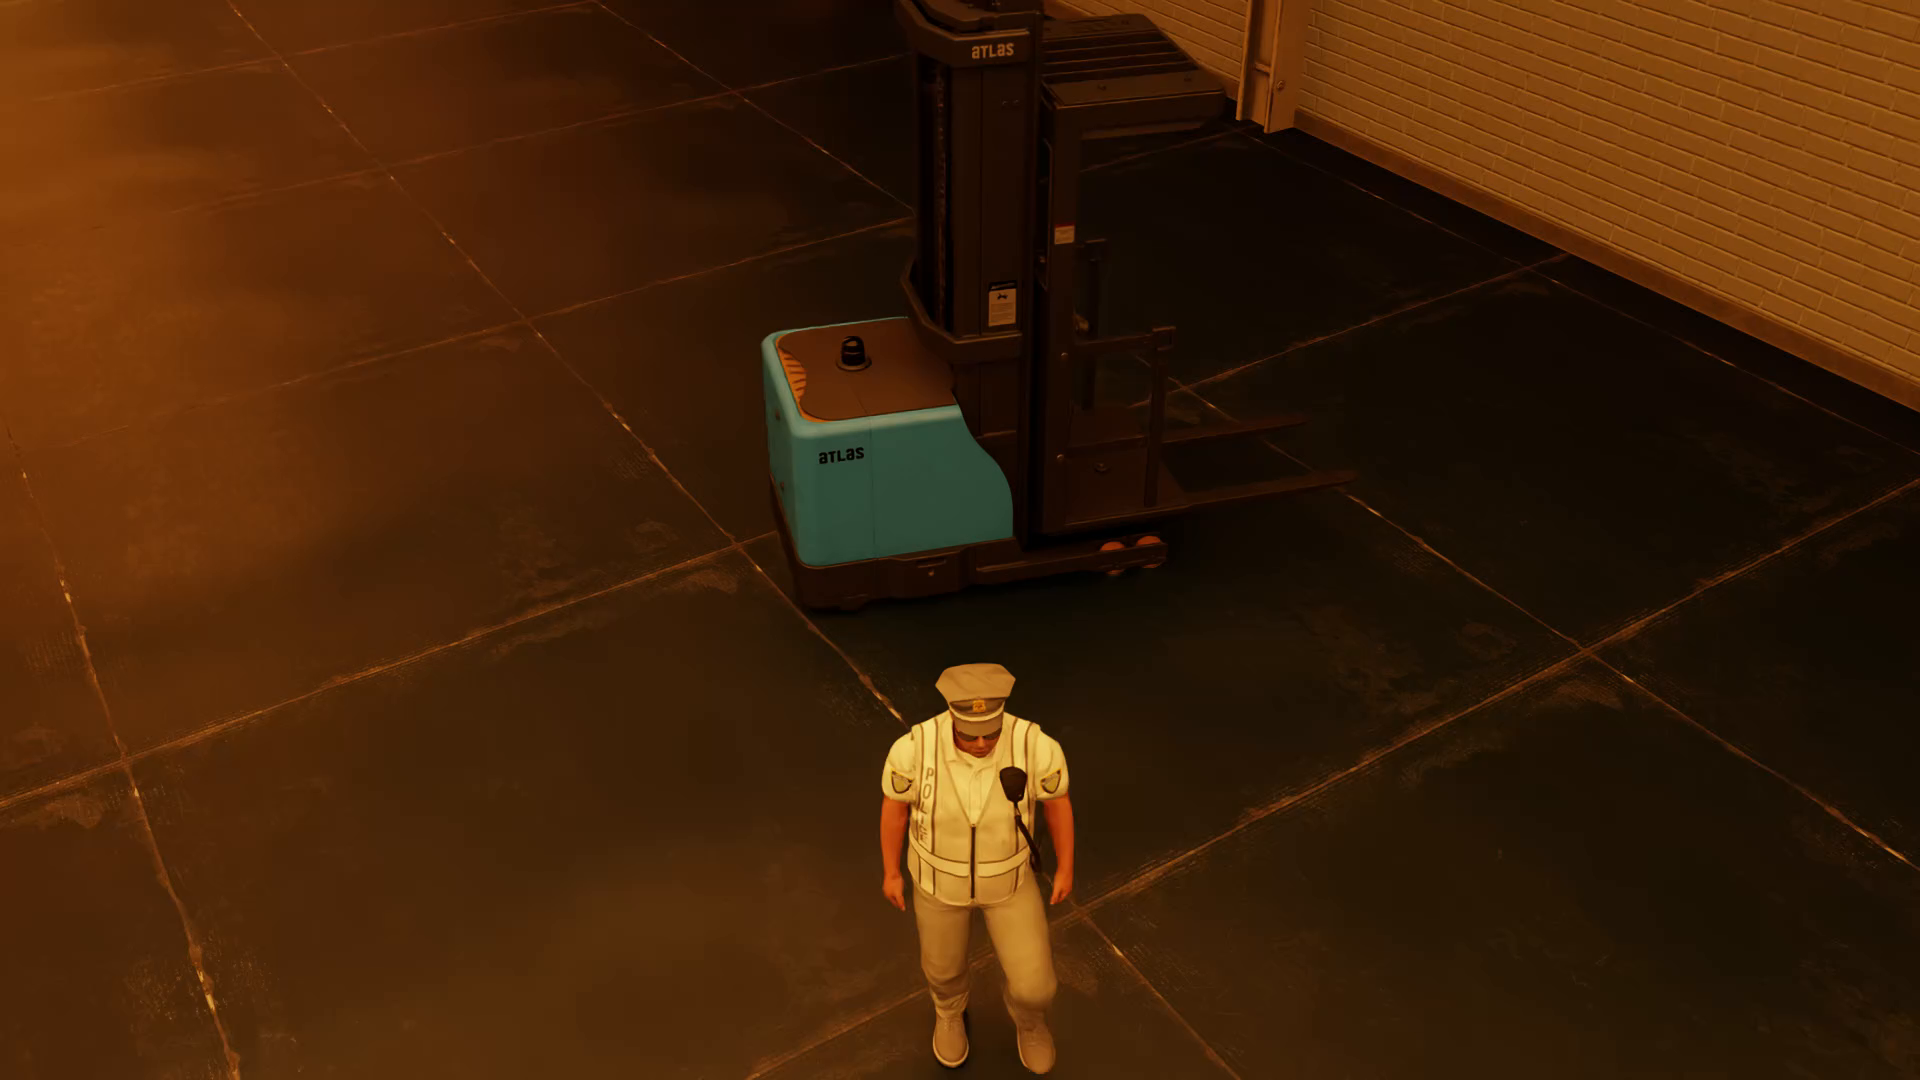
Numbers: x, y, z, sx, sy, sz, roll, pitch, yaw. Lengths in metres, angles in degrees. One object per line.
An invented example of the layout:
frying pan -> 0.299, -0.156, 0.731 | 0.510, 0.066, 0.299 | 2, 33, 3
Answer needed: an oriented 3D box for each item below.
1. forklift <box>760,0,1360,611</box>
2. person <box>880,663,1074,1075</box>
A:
forklift -> 0.566, -1.310, 8.011 | 3.031, 2.935, 1.130 | -9, 36, -12
person -> 0.060, 1.156, 5.575 | 0.650, 1.771, 0.496 | 0, 35, -1
